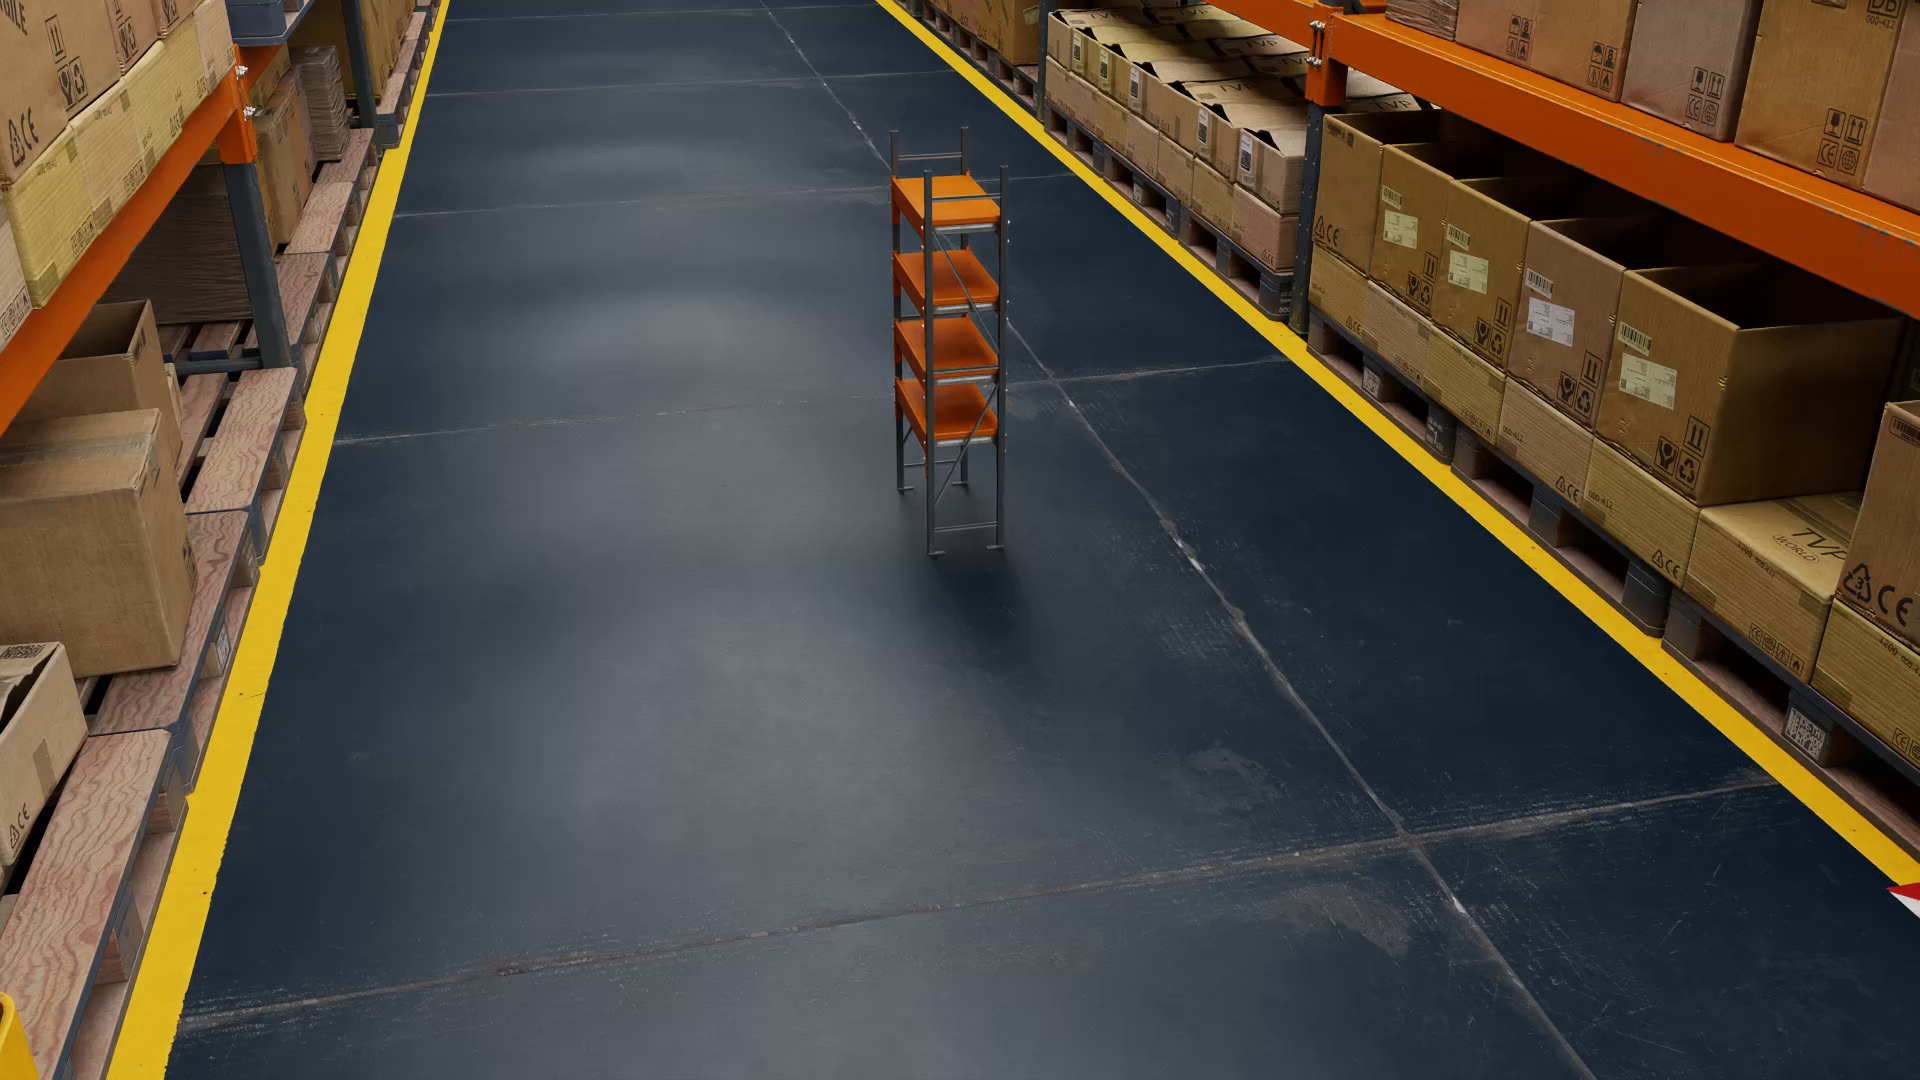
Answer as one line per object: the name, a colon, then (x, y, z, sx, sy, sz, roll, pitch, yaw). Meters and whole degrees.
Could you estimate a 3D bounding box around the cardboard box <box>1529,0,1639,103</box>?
cardboard box: (2.227, -1.660, 5.100, 0.700, 0.500, 0.500, -6, 27, -11)

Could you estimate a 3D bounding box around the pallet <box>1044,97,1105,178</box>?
pallet: (1.133, -2.407, 9.785, 1.003, 0.211, 1.213, -6, 27, -12)

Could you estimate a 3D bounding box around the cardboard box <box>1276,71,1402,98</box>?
cardboard box: (1.811, -2.126, 8.096, 0.500, 0.311, 0.500, -7, 28, -13)

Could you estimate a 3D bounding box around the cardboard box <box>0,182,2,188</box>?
cardboard box: (-1.954, -0.736, 2.690, 0.500, 0.500, 0.500, -6, 27, -11)

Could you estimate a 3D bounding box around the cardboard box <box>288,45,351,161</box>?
cardboard box: (-3.627, -2.282, 8.729, 0.700, 0.500, 0.500, -6, 27, -11)

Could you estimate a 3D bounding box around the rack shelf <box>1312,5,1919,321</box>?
rack shelf: (2.337, -1.062, 4.824, 1.077, 0.370, 4.000, -6, 27, -12)

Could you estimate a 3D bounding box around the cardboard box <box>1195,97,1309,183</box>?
cardboard box: (1.393, -1.848, 7.546, 0.500, 0.311, 0.500, -5, 27, -10)

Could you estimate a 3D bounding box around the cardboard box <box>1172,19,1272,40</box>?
cardboard box: (1.467, -2.795, 9.422, 0.500, 0.311, 0.500, -6, 27, -12)

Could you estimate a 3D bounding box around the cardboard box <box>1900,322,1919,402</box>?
cardboard box: (2.769, -0.277, 4.224, 0.500, 0.500, 0.500, -6, 27, -12)

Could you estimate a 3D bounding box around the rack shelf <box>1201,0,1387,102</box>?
rack shelf: (1.436, -2.818, 8.303, 1.077, 0.370, 4.000, -6, 27, -12)

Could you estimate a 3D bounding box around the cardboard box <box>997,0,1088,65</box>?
cardboard box: (0.546, -3.485, 11.111, 0.500, 0.500, 0.500, -5, 27, -10)

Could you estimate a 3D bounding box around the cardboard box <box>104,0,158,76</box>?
cardboard box: (-2.310, -1.417, 4.040, 0.500, 0.500, 0.500, -7, 28, -13)

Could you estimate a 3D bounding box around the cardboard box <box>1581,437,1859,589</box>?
cardboard box: (2.141, -0.108, 4.721, 0.500, 0.250, 0.500, -6, 27, -12)

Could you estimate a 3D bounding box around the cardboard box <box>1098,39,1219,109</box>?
cardboard box: (1.056, -2.514, 8.865, 0.500, 0.311, 0.500, -7, 28, -13)

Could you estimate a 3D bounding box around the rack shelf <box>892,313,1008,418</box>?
rack shelf: (-0.037, -0.548, 5.154, 0.258, 0.148, 0.480, -6, 27, -12)

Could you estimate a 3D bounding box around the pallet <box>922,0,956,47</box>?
pallet: (0.304, -4.175, 13.288, 1.003, 0.211, 1.213, -6, 27, -12)

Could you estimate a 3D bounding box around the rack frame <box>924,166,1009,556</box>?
rack frame: (0.018, -0.501, 4.911, 0.240, 1.200, 0.015, -6, 27, -12)

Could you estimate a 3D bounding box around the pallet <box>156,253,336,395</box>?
pallet: (-3.116, -0.853, 6.707, 1.003, 0.211, 1.213, -6, 27, -12)

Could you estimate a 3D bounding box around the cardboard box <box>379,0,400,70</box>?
cardboard box: (-4.069, -3.462, 10.700, 0.750, 0.750, 0.750, -6, 27, -12)

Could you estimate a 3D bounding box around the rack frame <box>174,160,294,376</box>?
rack frame: (-2.939, -1.757, 5.402, 1.000, 3.000, 0.127, -6, 27, -12)

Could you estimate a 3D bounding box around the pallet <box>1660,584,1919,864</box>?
pallet: (2.575, 0.408, 4.207, 1.003, 0.211, 1.213, -6, 27, -12)

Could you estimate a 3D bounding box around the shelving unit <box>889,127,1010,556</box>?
shelving unit: (-0.037, -0.608, 5.124, 0.258, 1.200, 0.503, -6, 27, -12)

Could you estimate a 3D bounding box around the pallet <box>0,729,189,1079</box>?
pallet: (-2.203, 0.851, 3.331, 1.003, 0.211, 1.213, -6, 27, -12)

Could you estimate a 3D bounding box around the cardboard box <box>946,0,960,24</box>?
cardboard box: (0.192, -4.164, 12.456, 0.500, 0.500, 0.500, -6, 27, -11)

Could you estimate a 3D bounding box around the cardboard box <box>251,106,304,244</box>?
cardboard box: (-3.362, -1.608, 7.394, 0.700, 0.500, 0.500, -6, 27, -11)

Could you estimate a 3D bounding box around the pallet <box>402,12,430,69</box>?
pallet: (-4.494, -3.693, 12.332, 1.003, 0.211, 1.213, -6, 27, -12)

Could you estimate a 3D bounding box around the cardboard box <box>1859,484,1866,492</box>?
cardboard box: (2.655, -0.162, 4.828, 0.500, 0.250, 0.500, -6, 27, -12)

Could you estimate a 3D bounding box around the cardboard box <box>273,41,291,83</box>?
cardboard box: (-3.560, -2.361, 8.052, 0.500, 0.250, 0.500, -5, 27, -11)

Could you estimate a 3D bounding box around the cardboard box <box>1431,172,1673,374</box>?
cardboard box: (1.912, -0.882, 5.421, 0.500, 0.500, 0.500, -6, 27, -12)

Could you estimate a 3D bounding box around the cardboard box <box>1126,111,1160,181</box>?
cardboard box: (1.169, -2.044, 8.557, 0.500, 0.250, 0.500, -5, 27, -11)

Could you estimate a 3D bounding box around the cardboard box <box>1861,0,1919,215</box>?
cardboard box: (2.572, -0.986, 3.764, 0.700, 0.500, 0.500, -5, 27, -10)

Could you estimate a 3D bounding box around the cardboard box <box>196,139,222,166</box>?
cardboard box: (-3.223, -1.686, 6.716, 0.500, 0.250, 0.500, -7, 28, -13)

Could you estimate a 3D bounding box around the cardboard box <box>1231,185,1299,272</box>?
cardboard box: (1.511, -1.374, 7.229, 0.500, 0.250, 0.500, -6, 27, -12)

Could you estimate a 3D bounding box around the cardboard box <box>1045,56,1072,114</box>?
cardboard box: (0.817, -2.718, 9.891, 0.500, 0.250, 0.500, -6, 27, -12)

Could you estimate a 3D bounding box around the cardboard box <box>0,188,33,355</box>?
cardboard box: (-1.969, -0.416, 2.889, 0.500, 0.250, 0.500, -7, 28, -13)

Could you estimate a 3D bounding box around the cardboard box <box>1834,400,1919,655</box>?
cardboard box: (2.377, -0.005, 3.685, 0.500, 0.500, 0.500, -6, 27, -12)

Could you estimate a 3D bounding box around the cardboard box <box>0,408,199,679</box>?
cardboard box: (-2.351, 0.029, 4.150, 0.700, 0.500, 0.500, -8, 28, -15)

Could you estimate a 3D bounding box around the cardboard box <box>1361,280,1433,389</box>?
cardboard box: (1.803, -0.767, 6.026, 0.500, 0.250, 0.500, -6, 27, -12)

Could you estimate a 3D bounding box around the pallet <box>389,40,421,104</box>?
pallet: (-4.216, -3.156, 11.269, 1.003, 0.211, 1.213, -6, 27, -12)

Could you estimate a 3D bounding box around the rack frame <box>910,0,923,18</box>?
rack frame: (0.084, -5.773, 13.359, 1.000, 3.000, 0.127, -6, 27, -12)

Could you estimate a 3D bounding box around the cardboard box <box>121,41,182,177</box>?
cardboard box: (-2.304, -1.083, 4.210, 0.500, 0.250, 0.500, -6, 27, -12)
